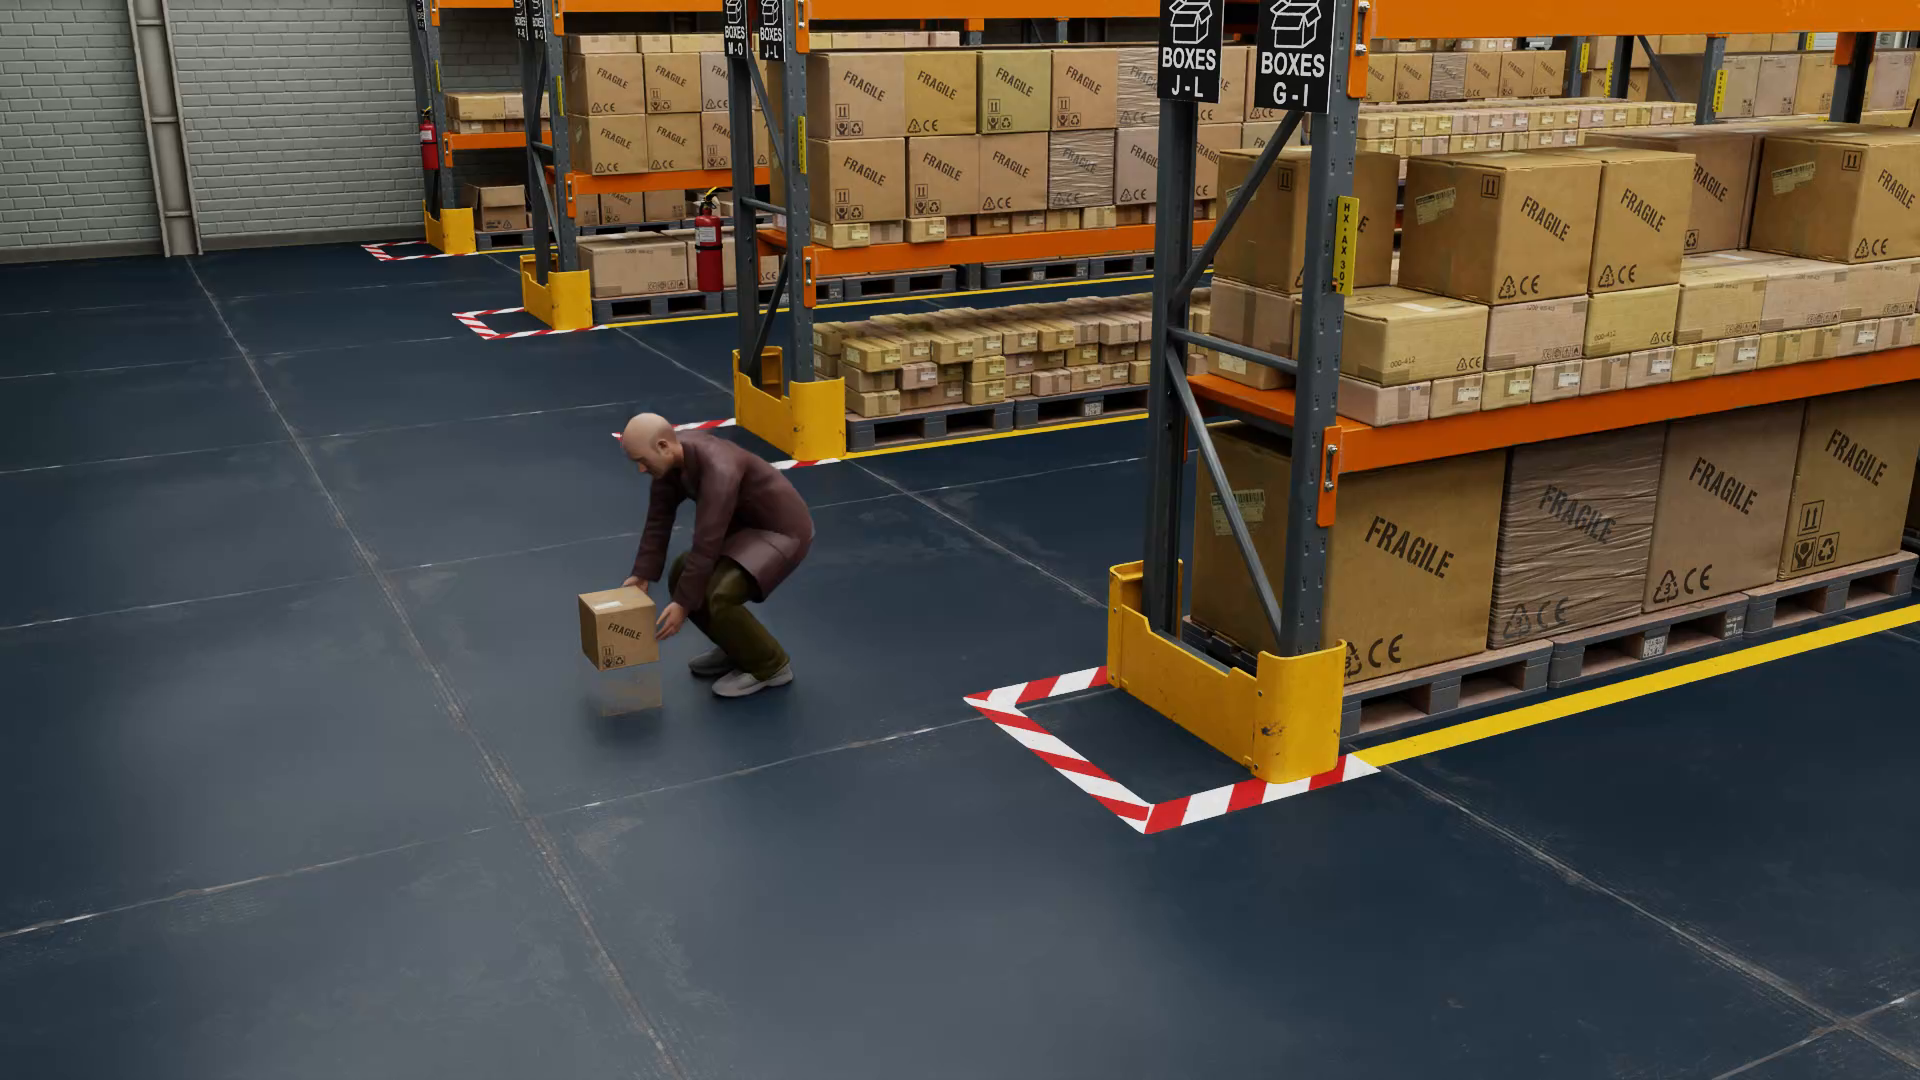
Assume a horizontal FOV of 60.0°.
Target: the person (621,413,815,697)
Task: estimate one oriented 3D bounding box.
[{"bbox_3d":[-0.983,0.031,6.882,0.809,1.222,0.628,-10,20,-27],"label":"person"}]
